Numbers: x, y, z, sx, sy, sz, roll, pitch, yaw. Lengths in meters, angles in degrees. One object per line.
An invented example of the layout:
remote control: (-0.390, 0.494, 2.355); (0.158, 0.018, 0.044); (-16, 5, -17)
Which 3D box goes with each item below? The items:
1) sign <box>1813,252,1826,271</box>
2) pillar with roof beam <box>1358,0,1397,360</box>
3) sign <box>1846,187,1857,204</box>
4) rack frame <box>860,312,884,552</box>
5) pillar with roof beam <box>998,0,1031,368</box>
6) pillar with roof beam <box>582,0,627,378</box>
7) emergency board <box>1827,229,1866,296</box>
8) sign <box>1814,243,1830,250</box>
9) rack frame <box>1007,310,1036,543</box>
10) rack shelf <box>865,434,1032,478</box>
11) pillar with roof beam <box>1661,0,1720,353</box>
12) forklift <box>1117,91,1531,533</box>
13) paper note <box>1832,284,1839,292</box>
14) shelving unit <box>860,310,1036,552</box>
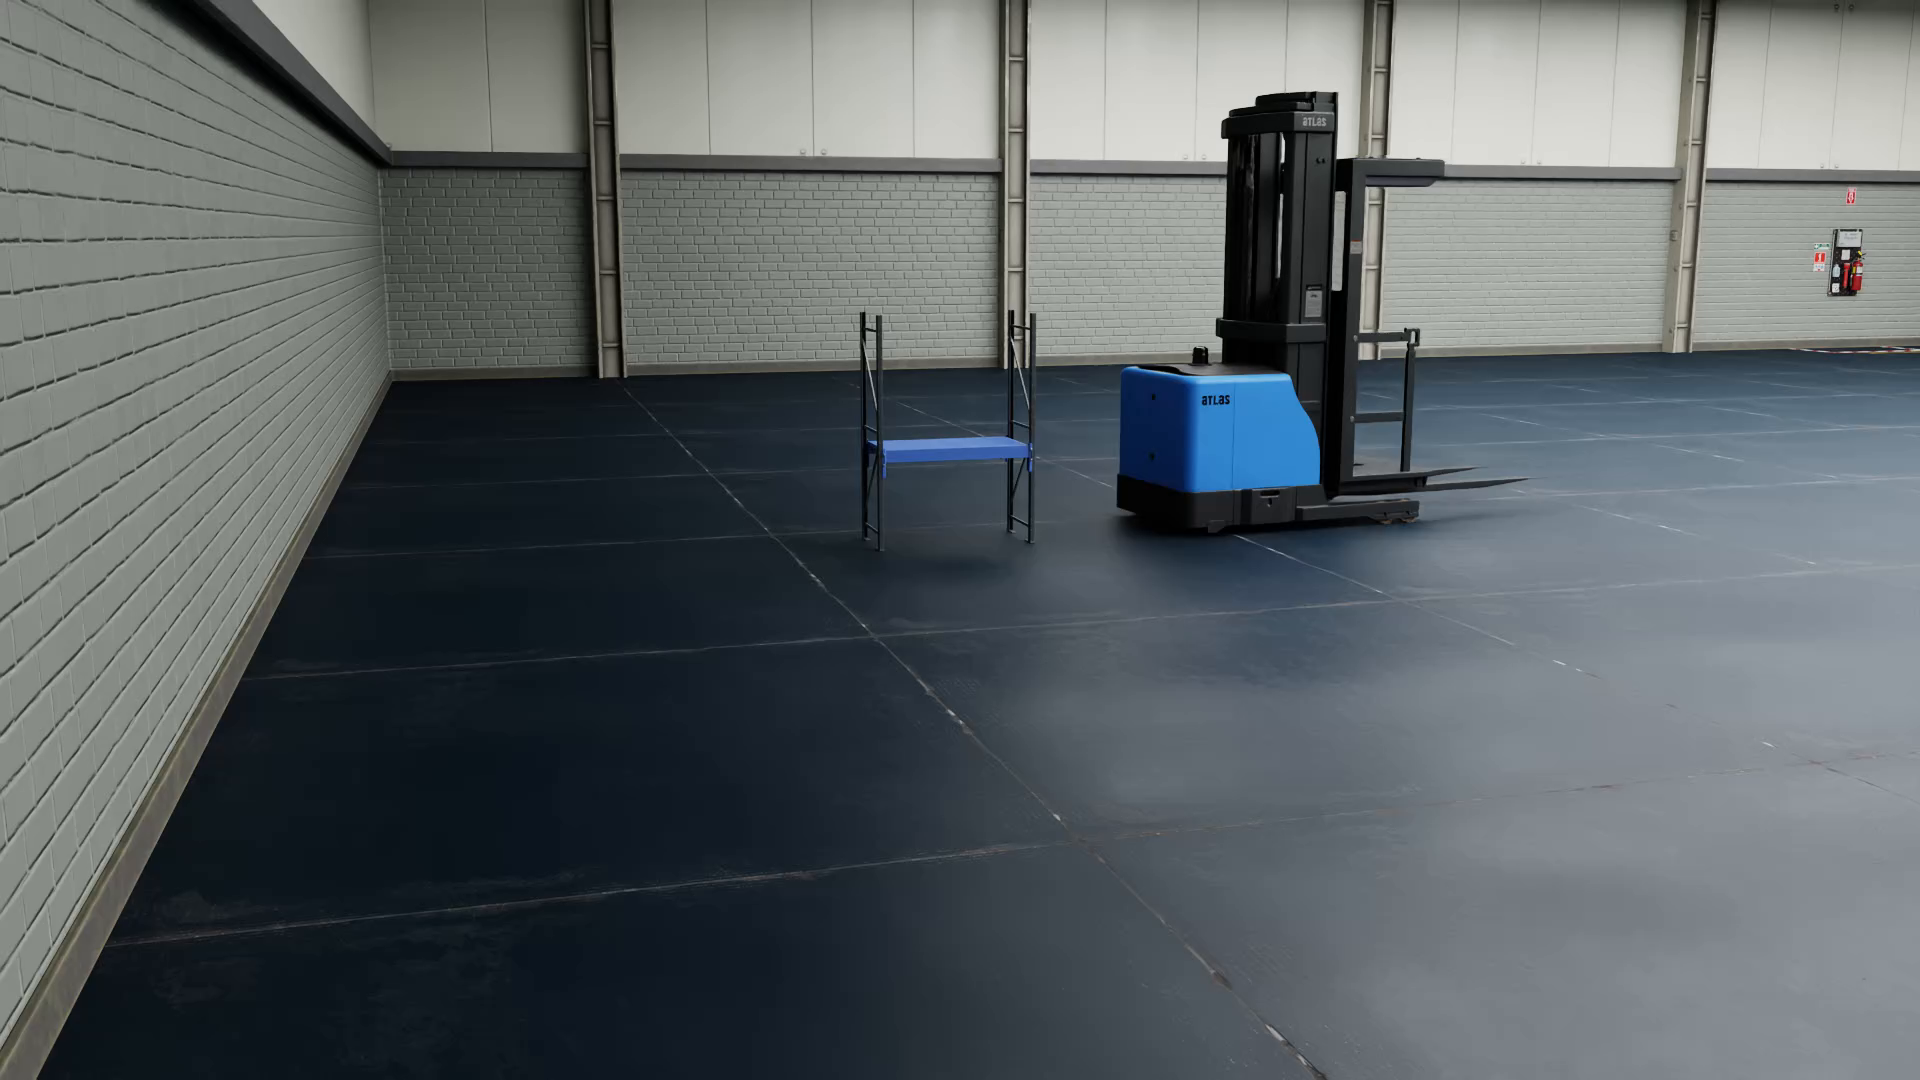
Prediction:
sign: (15.148, -4.904, 29.303); (0.234, 0.329, 0.001); (-3, 11, -16)
pillar with roof beam: (7.773, -6.610, 22.097); (0.400, 9.000, 9.100); (-3, 11, -16)
sign: (15.672, -6.054, 29.242); (0.199, 0.298, 0.001); (-3, 11, -16)
rack frame: (-0.570, -0.708, 10.747); (0.032, 1.500, 0.500); (-3, 11, -16)
pillar with roof beam: (2.012, -6.306, 20.448); (0.400, 9.000, 9.100); (-3, 11, -16)
pillar with roof beam: (-3.749, -6.003, 18.798); (0.400, 9.000, 9.100); (-3, 11, -16)
emergency board: (15.708, -4.897, 29.360); (0.643, 1.169, 0.194); (-3, 11, -16)
sign: (15.155, -5.164, 29.248); (0.331, 0.109, 0.001); (-3, 11, -16)
rack frame: (0.406, -0.759, 11.027); (0.032, 1.500, 0.500); (-3, 11, -16)
rack shelf: (-0.082, -0.556, 10.920); (1.000, 0.185, 0.538); (-3, 11, -16)
pillar with roof beam: (13.534, -6.914, 23.746); (0.400, 9.000, 9.100); (-3, 11, -16)
forklift: (2.695, -1.634, 11.826); (3.031, 2.935, 1.130); (-4, 11, -21)
paper note: (15.519, -4.467, 29.457); (0.142, 0.148, 0.016); (-3, 11, -16)
shelving unit: (-0.082, -0.733, 10.887); (1.048, 1.500, 0.538); (-3, 11, -16)
